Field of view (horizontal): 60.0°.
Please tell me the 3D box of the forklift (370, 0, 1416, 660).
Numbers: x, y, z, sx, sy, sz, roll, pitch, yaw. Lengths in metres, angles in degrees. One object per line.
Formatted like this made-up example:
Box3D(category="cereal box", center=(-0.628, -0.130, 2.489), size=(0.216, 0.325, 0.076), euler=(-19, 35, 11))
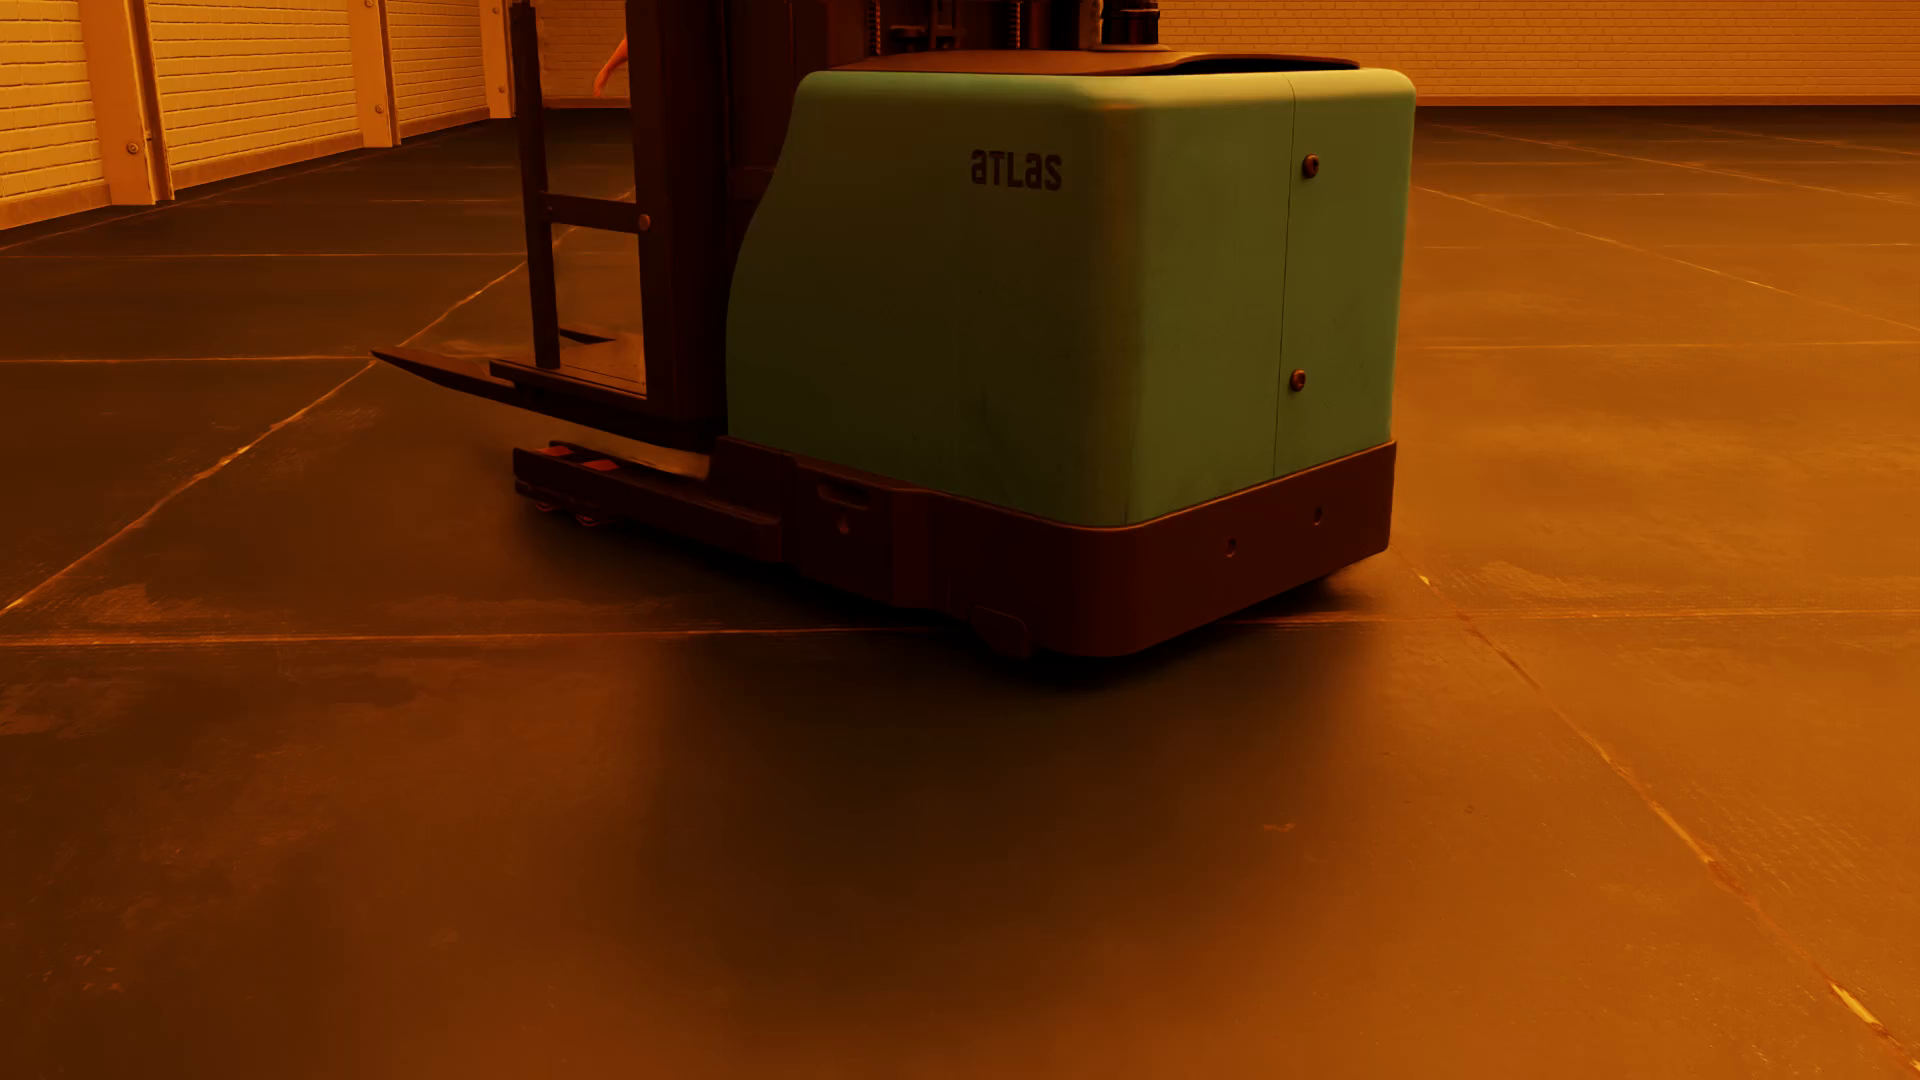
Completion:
Box3D(category="forklift", center=(-0.470, -1.527, 3.899), size=(3.031, 2.935, 1.130), euler=(16, 23, 42))
